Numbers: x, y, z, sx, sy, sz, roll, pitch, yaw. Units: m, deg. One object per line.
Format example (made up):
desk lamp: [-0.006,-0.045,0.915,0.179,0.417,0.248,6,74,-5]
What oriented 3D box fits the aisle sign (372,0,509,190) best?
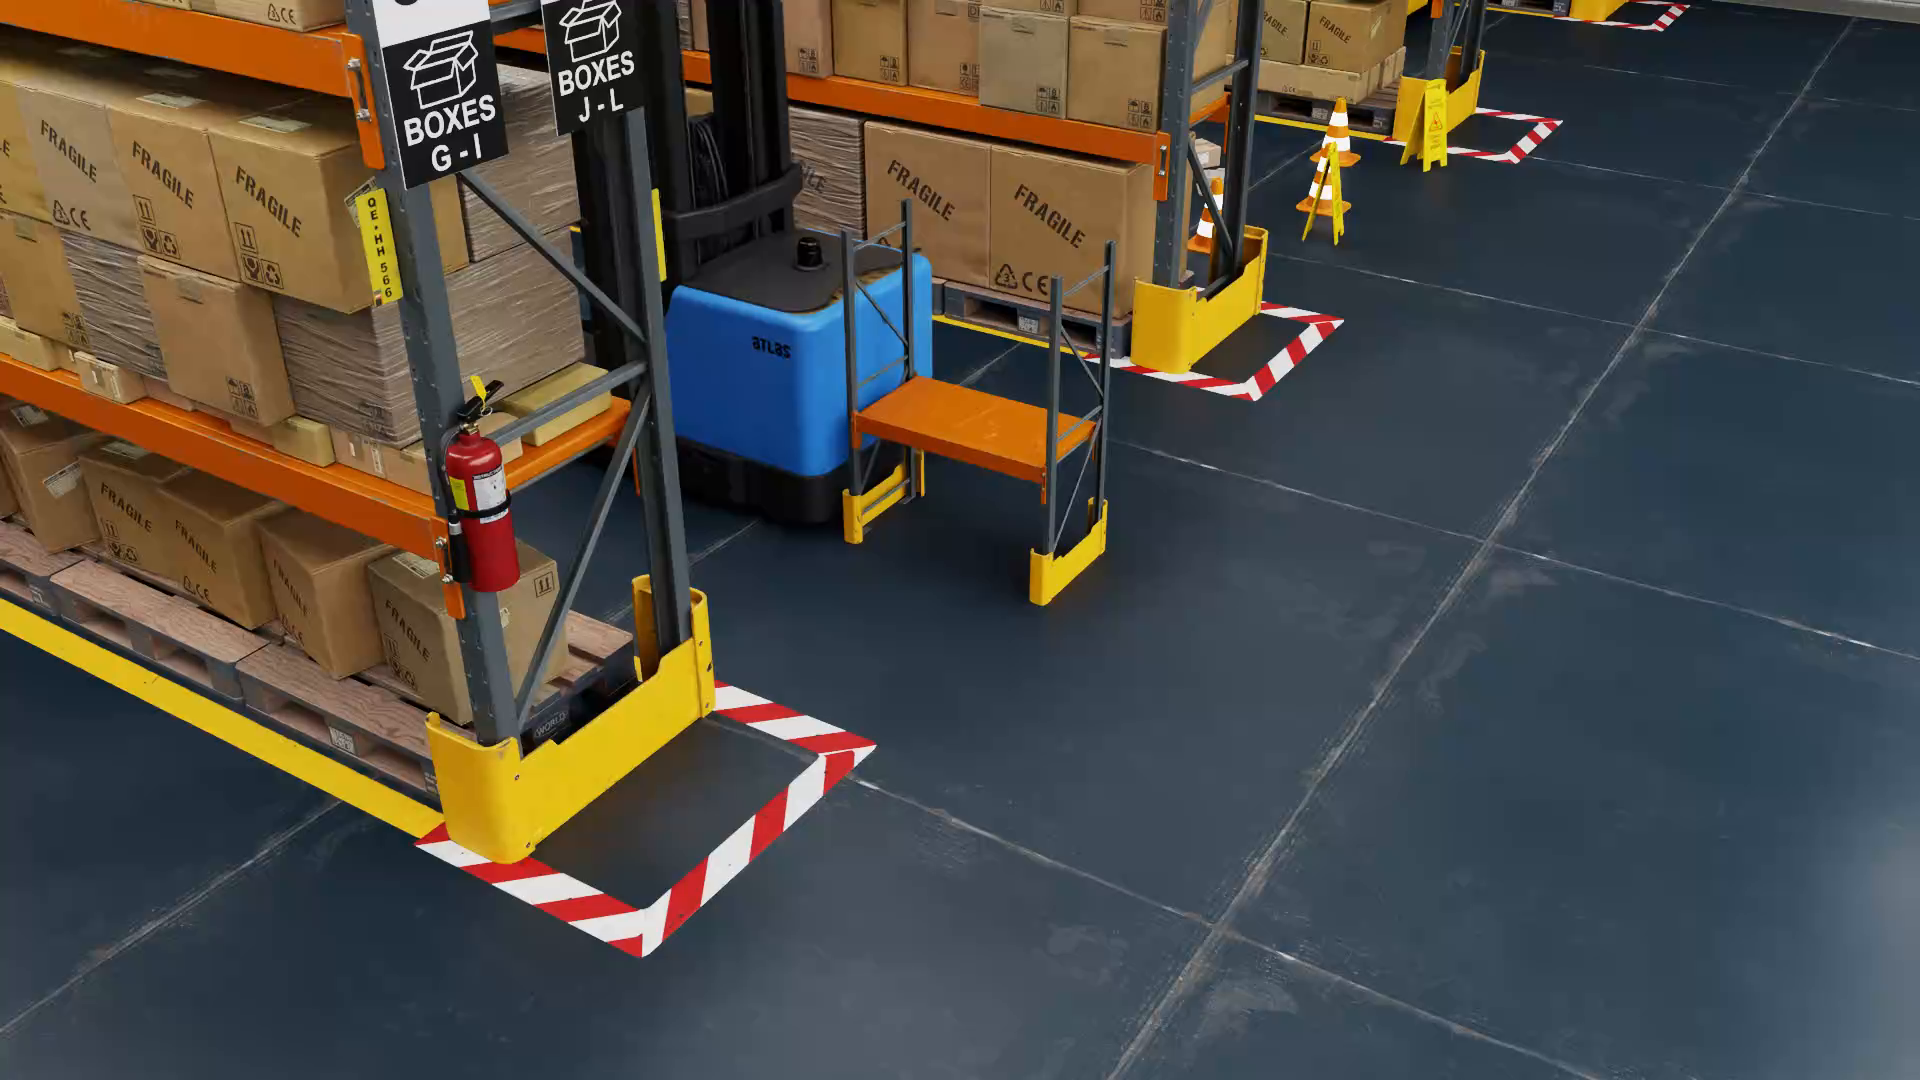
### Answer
aisle sign: [-1.446,-1.403,4.598,0.004,0.787,0.394,18,35,27]

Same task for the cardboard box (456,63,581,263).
cardboard box: [-1.660,-1.292,5.601,0.500,0.500,0.500,18,35,27]

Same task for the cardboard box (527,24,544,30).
cardboard box: [-2.589,-3.655,10.939,0.500,0.500,0.500,17,34,27]

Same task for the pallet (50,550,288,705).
pallet: [-3.102,0.199,7.199,1.213,0.211,1.003,18,35,27]

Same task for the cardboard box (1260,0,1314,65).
cardboard box: [2.668,-4.214,13.564,0.500,0.500,0.500,19,35,29]

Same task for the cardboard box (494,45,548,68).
cardboard box: [-3.393,-3.184,12.047,0.750,0.750,1.050,18,35,27]

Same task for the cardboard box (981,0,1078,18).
cardboard box: [0.575,-3.270,9.158,0.550,0.550,0.875,18,35,27]

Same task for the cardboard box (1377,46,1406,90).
cardboard box: [3.393,-3.982,13.911,0.500,0.250,0.500,17,34,27]

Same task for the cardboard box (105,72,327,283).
cardboard box: [-2.363,-1.202,5.447,0.500,0.500,0.500,18,35,27]

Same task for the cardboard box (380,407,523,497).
cardboard box: [-1.690,-0.305,5.545,0.250,0.149,0.380,18,35,27]

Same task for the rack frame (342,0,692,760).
rack frame: [-1.339,-0.425,5.501,0.127,3.000,1.000,18,35,27]

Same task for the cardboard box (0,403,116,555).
cardboard box: [-3.920,-0.324,7.392,0.500,0.500,0.500,-23,37,-33]

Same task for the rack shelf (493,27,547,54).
rack shelf: [-3.699,-3.811,12.020,4.000,0.370,1.077,18,35,27]

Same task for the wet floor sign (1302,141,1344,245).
wet floor sign: [2.460,-2.335,11.112,0.232,0.644,0.267,12,32,19]

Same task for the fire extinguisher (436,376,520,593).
fire extinguisher: [-1.487,-0.164,5.131,0.183,0.674,0.296,18,35,27]

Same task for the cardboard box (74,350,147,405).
cardboard box: [-3.017,-0.662,6.157,0.250,0.149,0.380,18,35,27]

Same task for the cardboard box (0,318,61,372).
cardboard box: [-3.427,-0.806,6.404,0.250,0.149,0.380,18,35,27]

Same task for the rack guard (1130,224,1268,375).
rack guard: [1.404,-1.429,9.703,0.348,0.500,1.175,18,35,27]

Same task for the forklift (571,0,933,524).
forklift: [-1.634,-1.899,8.096,3.031,2.935,1.130,18,35,28]

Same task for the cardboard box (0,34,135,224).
cardboard box: [-3.204,-1.474,5.914,0.500,0.500,0.500,18,35,27]

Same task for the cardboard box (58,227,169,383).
cardboard box: [-2.678,-0.991,6.077,0.500,0.500,0.875,18,35,27]

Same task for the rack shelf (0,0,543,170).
rack shelf: [-3.033,-1.946,5.845,4.000,0.370,1.077,18,35,27]

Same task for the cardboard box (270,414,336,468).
cardboard box: [-2.141,-0.417,5.737,0.250,0.149,0.380,18,35,27]

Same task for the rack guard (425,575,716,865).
rack guard: [-1.404,0.635,6.166,0.348,0.500,1.175,18,35,27]

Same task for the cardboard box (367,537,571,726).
cardboard box: [-1.859,0.299,6.325,0.500,0.500,0.500,25,39,36]

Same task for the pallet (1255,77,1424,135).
pallet: [3.196,-3.703,13.888,1.213,0.211,1.003,18,35,27]

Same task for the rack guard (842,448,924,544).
rack guard: [-0.357,-0.221,7.881,0.087,0.250,0.587,18,35,27]

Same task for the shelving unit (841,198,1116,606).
shelving unit: [0.065,-0.627,7.337,1.083,1.500,0.587,18,35,27]

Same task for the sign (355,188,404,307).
sign: [-1.651,-0.830,4.733,0.005,0.325,0.100,18,35,27]

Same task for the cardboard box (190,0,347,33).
cardboard box: [-1.883,-1.676,4.819,0.500,0.250,0.500,18,35,28]

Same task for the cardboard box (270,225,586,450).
cardboard box: [-1.790,-0.756,5.674,0.500,0.500,0.875,18,35,27]

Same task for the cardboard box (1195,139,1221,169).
cardboard box: [1.746,-2.912,12.594,0.380,0.149,0.250,-15,33,-24]

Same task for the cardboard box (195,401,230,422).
cardboard box: [-2.534,-0.575,6.008,0.250,0.149,0.380,18,35,27]

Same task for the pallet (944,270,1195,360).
pallet: [0.664,-1.491,10.096,1.213,0.211,1.003,18,35,27]

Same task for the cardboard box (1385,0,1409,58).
cardboard box: [3.373,-4.312,13.733,0.500,0.500,0.500,16,34,26]

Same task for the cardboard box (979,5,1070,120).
cardboard box: [0.567,-2.798,9.420,0.550,0.550,0.875,18,35,27]

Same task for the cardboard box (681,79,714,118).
cardboard box: [-1.509,-2.652,11.010,0.875,0.875,0.875,18,35,28]

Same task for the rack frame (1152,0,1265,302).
rack frame: [1.383,-2.515,9.084,0.127,3.000,1.000,18,35,27]

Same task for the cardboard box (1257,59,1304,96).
cardboard box: [2.667,-3.892,13.757,0.500,0.250,0.500,18,35,28]

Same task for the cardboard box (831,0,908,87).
cardboard box: [-0.311,-3.125,9.982,0.500,0.550,0.875,18,35,27]

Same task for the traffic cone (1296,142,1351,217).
traffic cone: [2.577,-2.558,11.676,0.334,0.463,0.336,18,35,27]

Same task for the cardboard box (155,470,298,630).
cardboard box: [-2.904,-0.022,6.875,0.500,0.500,0.500,21,36,32]

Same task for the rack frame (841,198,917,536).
rack frame: [-0.358,-0.761,7.566,0.032,1.500,0.500,18,35,27]

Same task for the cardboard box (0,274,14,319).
cardboard box: [-3.497,-1.281,6.575,0.500,0.500,0.875,18,35,27]

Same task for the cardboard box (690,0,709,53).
cardboard box: [-1.208,-3.420,10.486,0.550,0.550,0.875,18,35,27]

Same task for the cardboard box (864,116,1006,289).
cardboard box: [0.027,-2.167,10.179,0.875,0.875,0.875,17,34,27]

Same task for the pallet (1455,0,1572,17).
pallet: [5.895,-5.756,17.408,1.213,0.211,1.003,18,35,27]

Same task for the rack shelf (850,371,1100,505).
rack shelf: [0.072,-0.470,7.424,1.000,0.185,0.538,18,35,27]

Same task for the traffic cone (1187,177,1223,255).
traffic cone: [1.688,-2.167,11.006,0.334,0.463,0.336,18,35,27]
